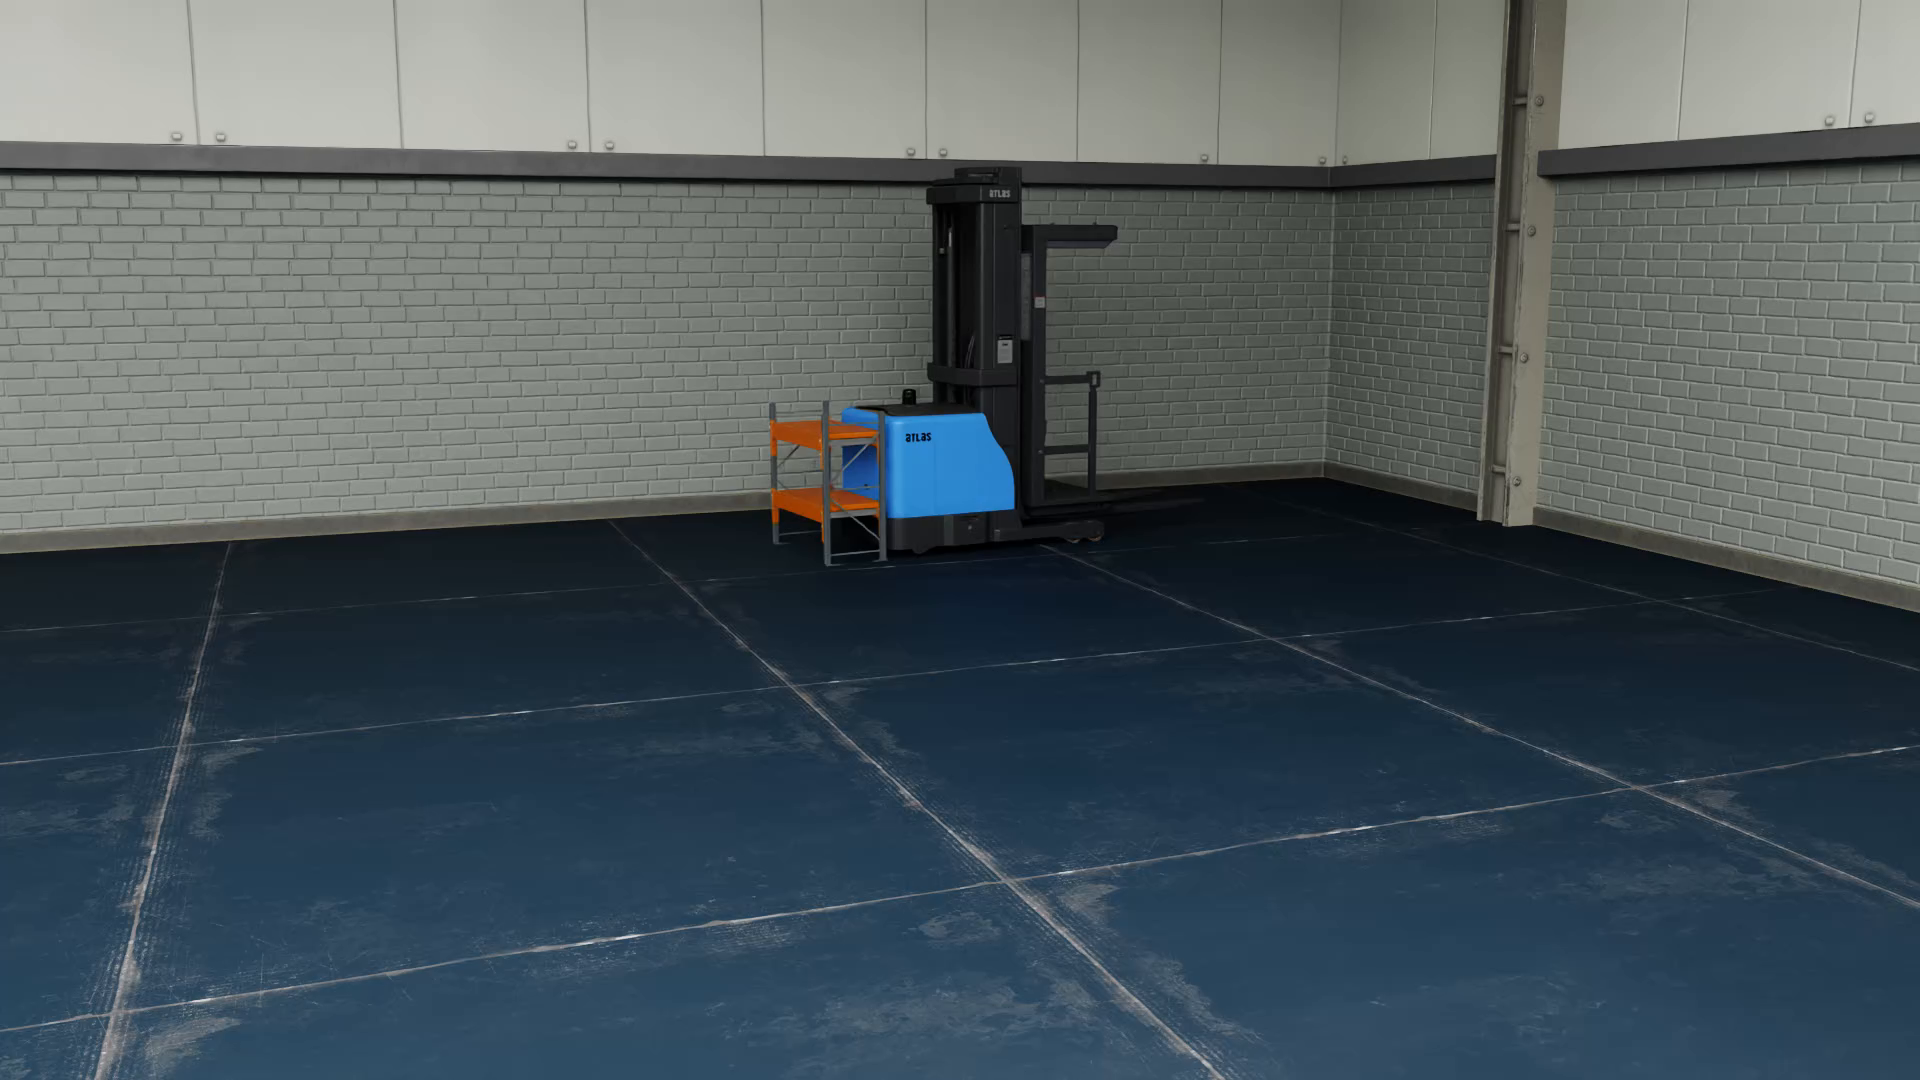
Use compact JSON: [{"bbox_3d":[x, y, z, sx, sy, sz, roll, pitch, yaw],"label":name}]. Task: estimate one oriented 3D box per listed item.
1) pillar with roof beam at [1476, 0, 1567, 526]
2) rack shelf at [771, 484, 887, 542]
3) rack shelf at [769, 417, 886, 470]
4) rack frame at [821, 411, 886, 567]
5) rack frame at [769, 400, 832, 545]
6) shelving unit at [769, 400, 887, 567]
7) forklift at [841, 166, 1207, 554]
[{"bbox_3d":[0.679,-4.313,11.974,9.100,9.000,0.400,-4,11,-21],"label":"pillar with roof beam"},{"bbox_3d":[-1.024,-0.218,12.827,0.538,0.278,1.000,-6,11,-28],"label":"rack shelf"},{"bbox_3d":[-1.025,-0.747,12.732,0.538,0.278,1.000,-6,11,-28],"label":"rack shelf"},{"bbox_3d":[-0.784,-0.381,12.343,0.500,1.125,0.032,-6,11,-28],"label":"rack frame"},{"bbox_3d":[-1.265,-0.537,13.225,0.500,1.125,0.032,-6,11,-28],"label":"rack frame"},{"bbox_3d":[-1.024,-0.459,12.784,0.538,1.125,1.048,-6,11,-28],"label":"shelving unit"},{"bbox_3d":[0.593,-1.494,13.450,3.031,2.935,1.130,-5,11,-27],"label":"forklift"}]
